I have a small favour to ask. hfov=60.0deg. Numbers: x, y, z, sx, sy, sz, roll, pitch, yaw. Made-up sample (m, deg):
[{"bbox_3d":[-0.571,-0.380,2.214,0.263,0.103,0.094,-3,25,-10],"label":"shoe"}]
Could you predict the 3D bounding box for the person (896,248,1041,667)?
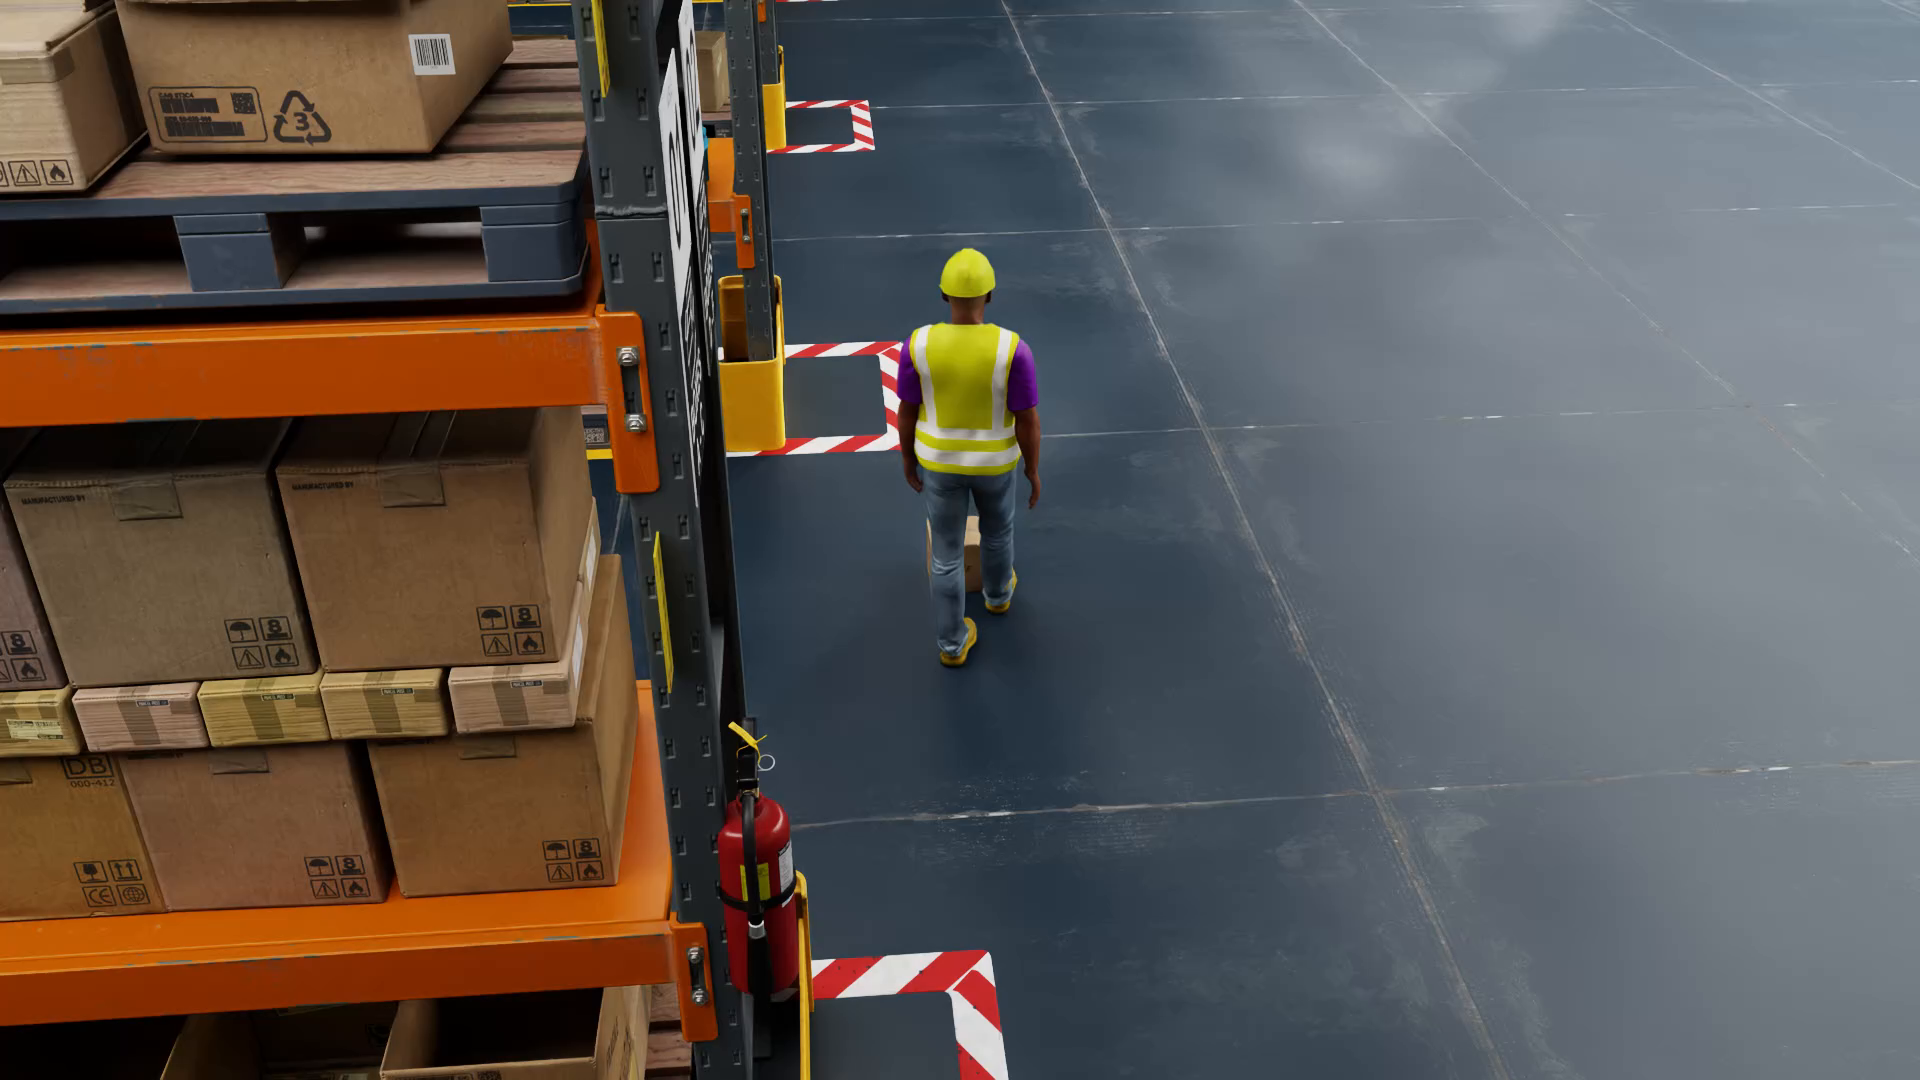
[{"bbox_3d":[0.046,-0.393,6.763,0.577,1.753,0.729,1,31,2],"label":"person"}]
